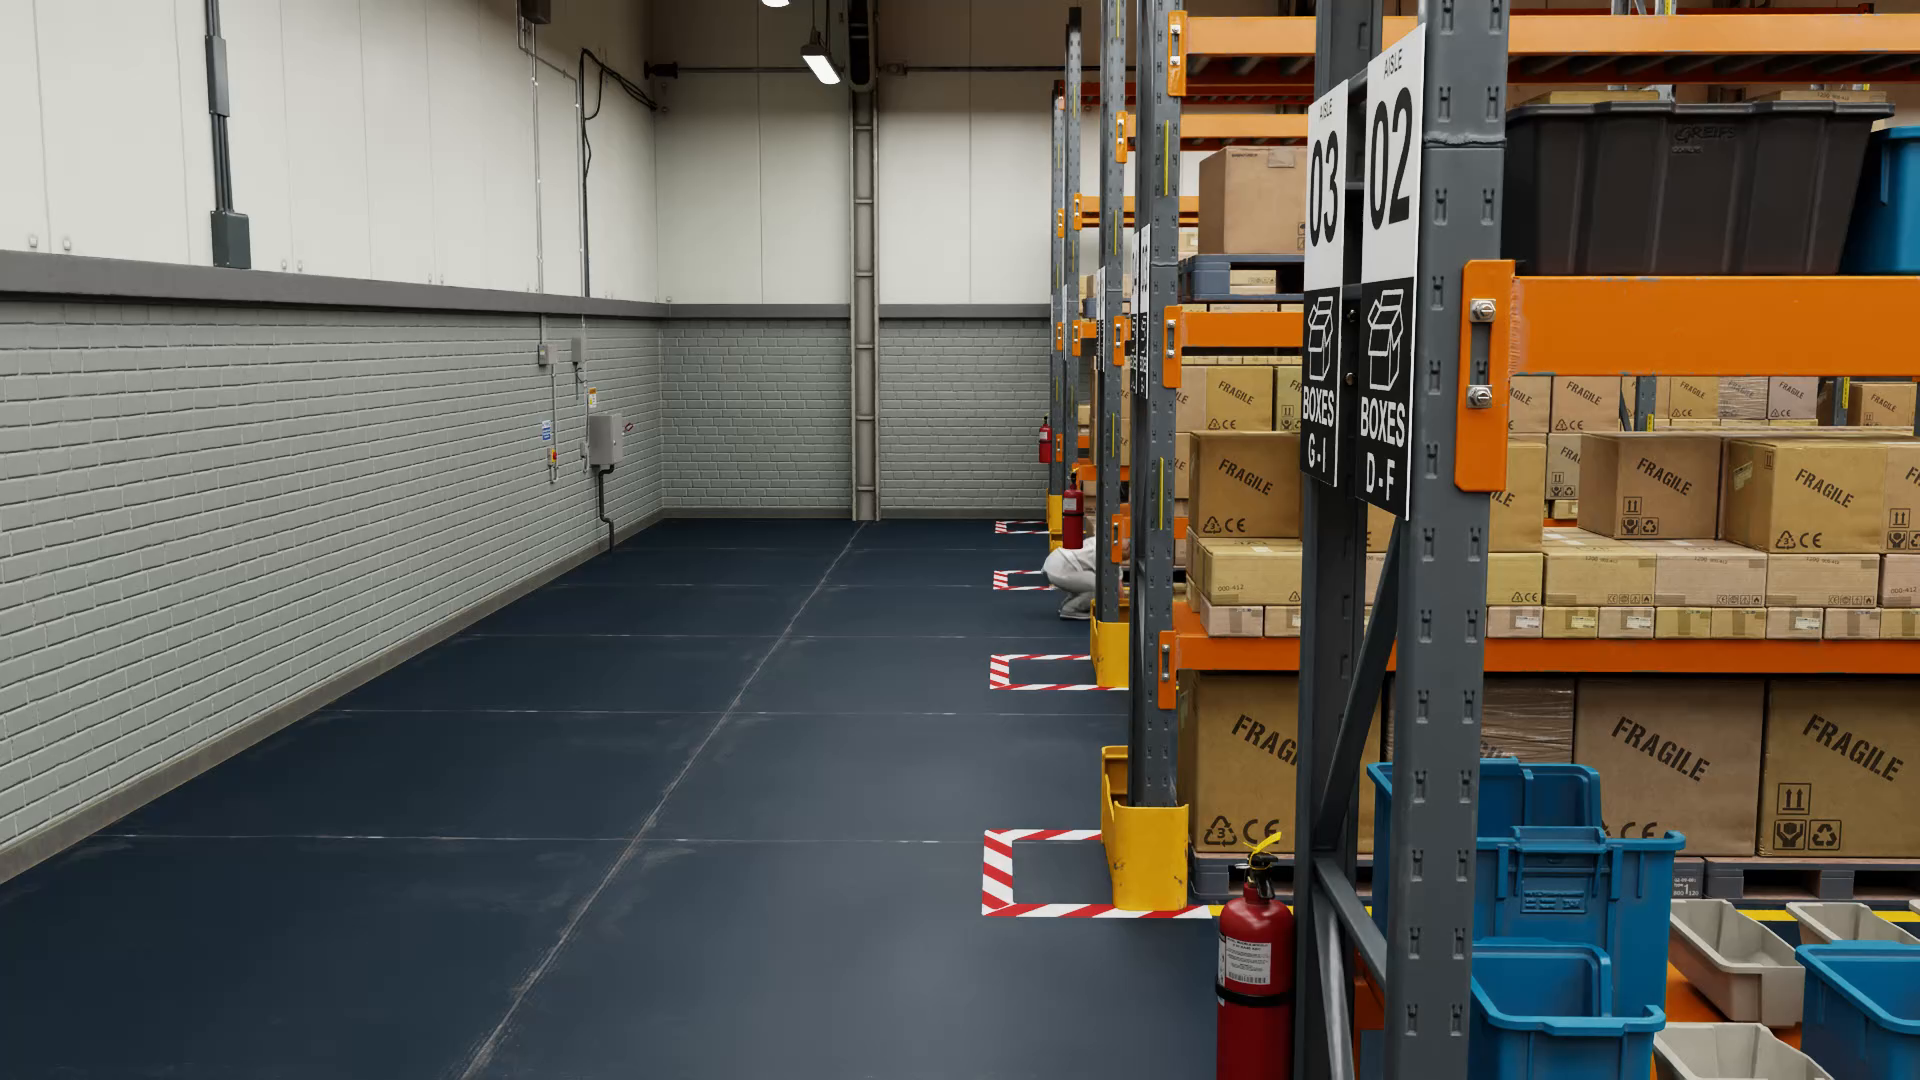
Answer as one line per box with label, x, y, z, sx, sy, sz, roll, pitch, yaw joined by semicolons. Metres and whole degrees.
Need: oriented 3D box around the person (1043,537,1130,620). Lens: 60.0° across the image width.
person;1.294;0.364;15.863;1.002;0.868;0.537;0;7;0
